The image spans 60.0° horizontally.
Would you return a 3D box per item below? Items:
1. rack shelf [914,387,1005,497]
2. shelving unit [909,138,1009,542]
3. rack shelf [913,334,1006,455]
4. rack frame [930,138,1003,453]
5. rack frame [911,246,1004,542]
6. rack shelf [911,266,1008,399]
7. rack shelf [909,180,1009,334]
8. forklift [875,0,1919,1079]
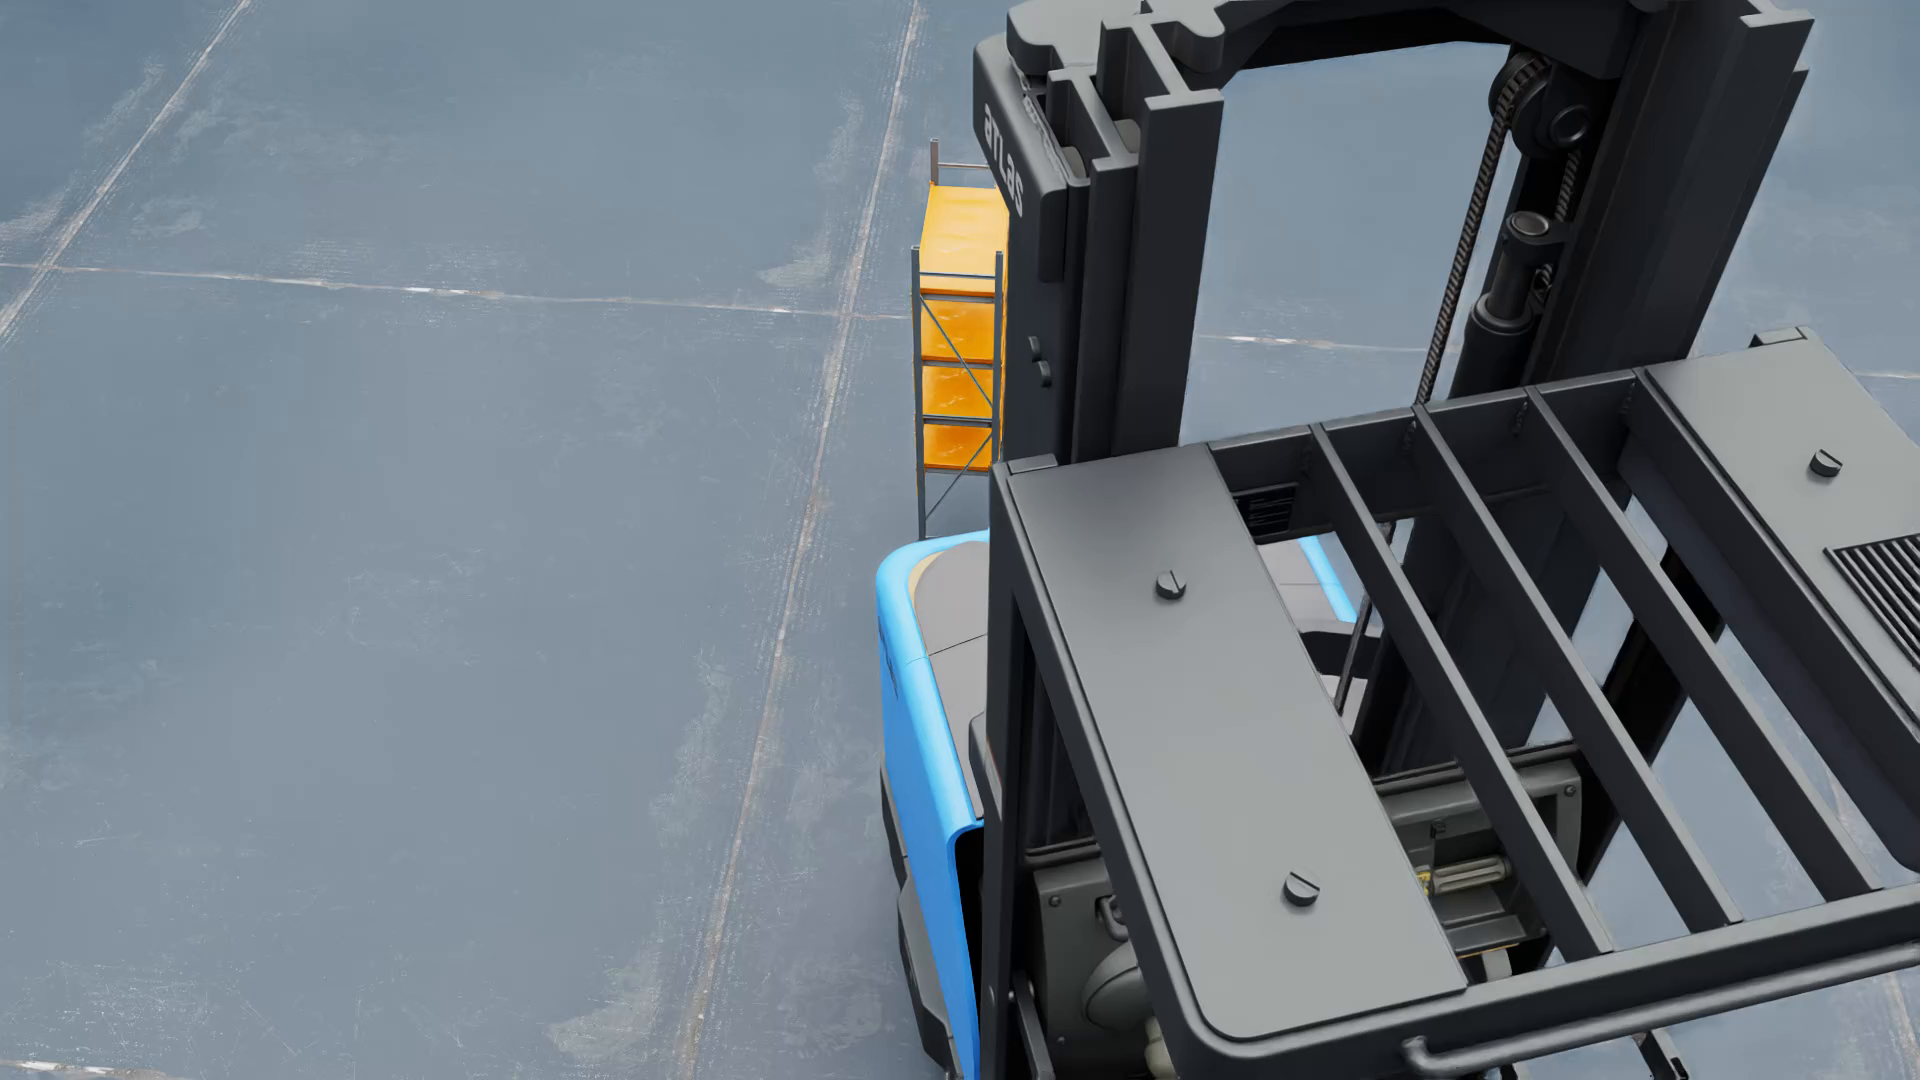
[{"bbox_3d":[0.015,-0.347,5.115,0.258,0.148,0.480,4,48,4],"label":"rack shelf"},{"bbox_3d":[0.015,-0.527,4.919,0.258,1.200,0.503,4,48,4],"label":"shelving unit"},{"bbox_3d":[0.015,-0.481,4.968,0.258,0.148,0.480,4,48,4],"label":"rack shelf"},{"bbox_3d":[0.037,-0.706,5.083,0.240,1.200,0.015,4,48,4],"label":"rack frame"},{"bbox_3d":[-0.007,-0.347,4.755,0.240,1.200,0.015,4,48,4],"label":"rack frame"},{"bbox_3d":[0.015,-0.632,4.803,0.258,0.148,0.480,4,48,4],"label":"rack shelf"},{"bbox_3d":[0.015,-0.792,4.629,0.258,0.148,0.480,4,48,4],"label":"rack shelf"},{"bbox_3d":[0.634,0.730,2.596,1.130,2.935,3.031,-10,48,-9],"label":"forklift"}]
